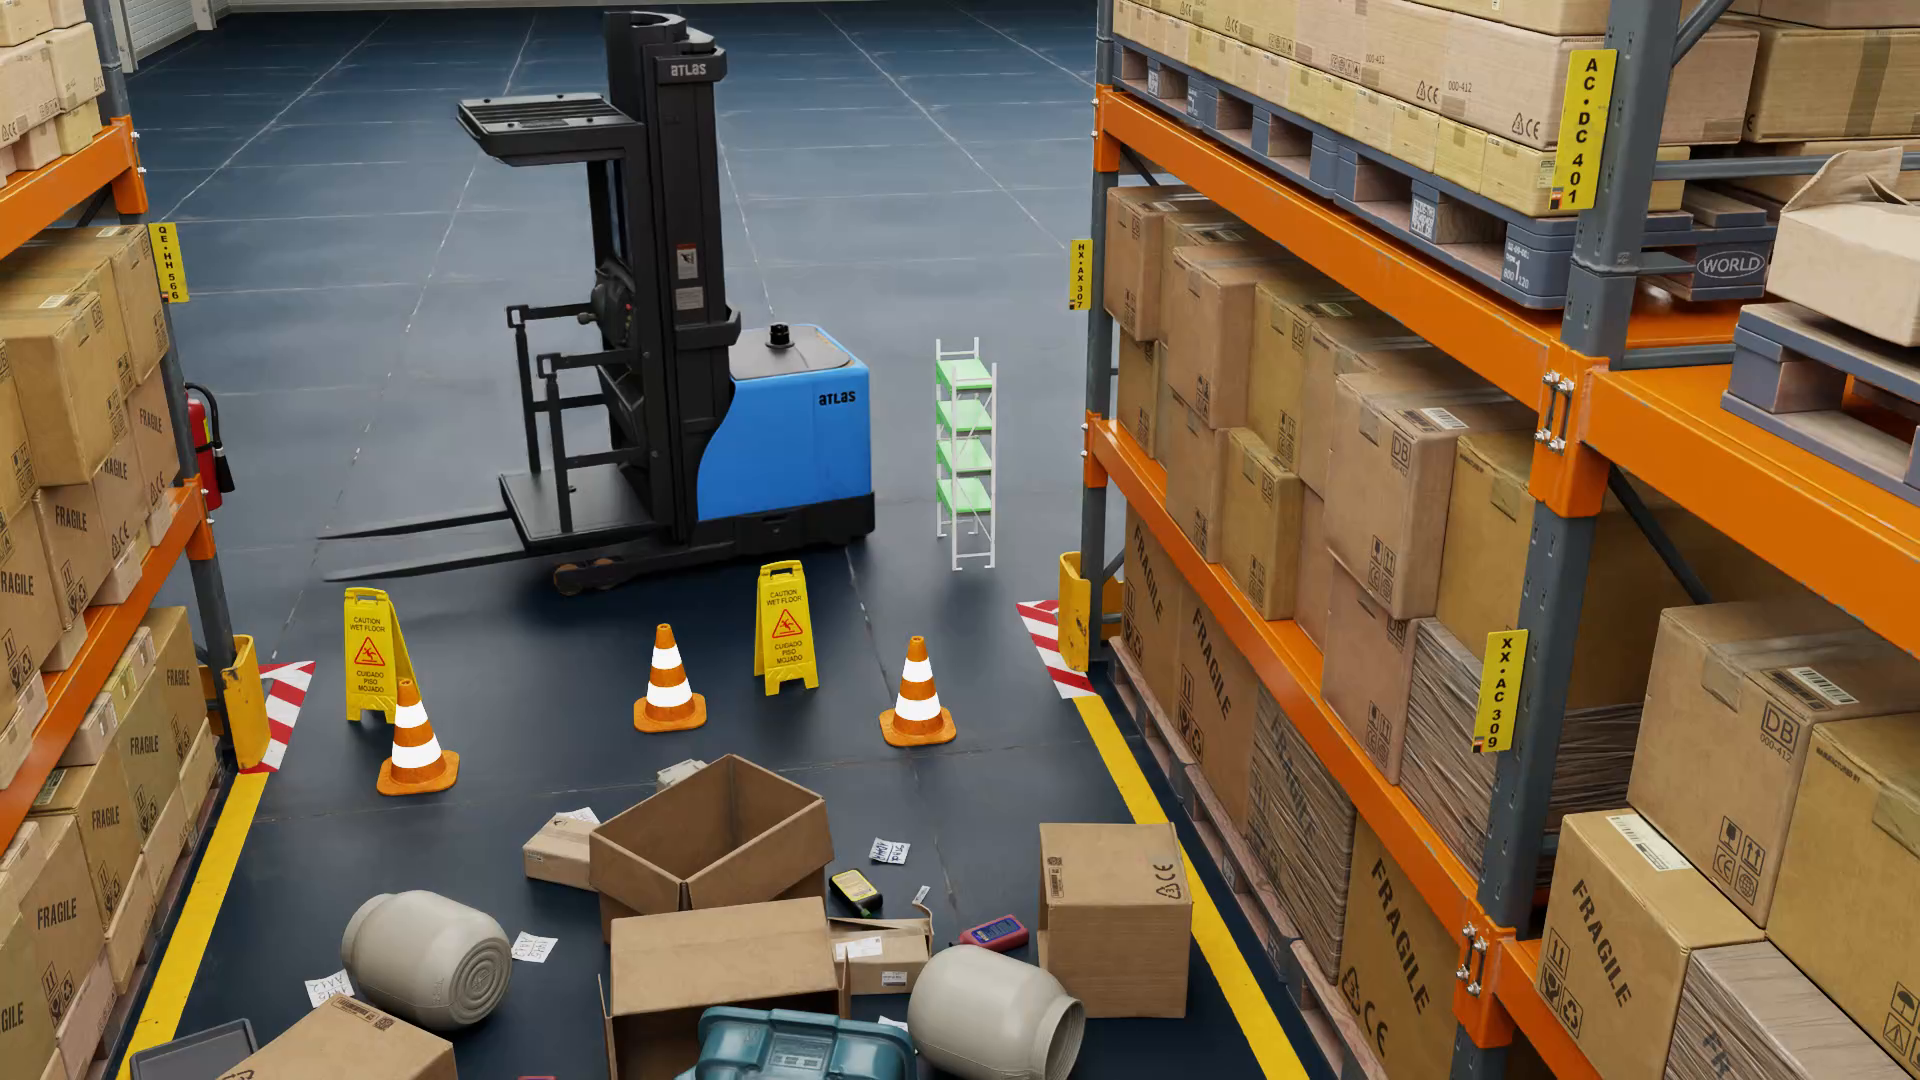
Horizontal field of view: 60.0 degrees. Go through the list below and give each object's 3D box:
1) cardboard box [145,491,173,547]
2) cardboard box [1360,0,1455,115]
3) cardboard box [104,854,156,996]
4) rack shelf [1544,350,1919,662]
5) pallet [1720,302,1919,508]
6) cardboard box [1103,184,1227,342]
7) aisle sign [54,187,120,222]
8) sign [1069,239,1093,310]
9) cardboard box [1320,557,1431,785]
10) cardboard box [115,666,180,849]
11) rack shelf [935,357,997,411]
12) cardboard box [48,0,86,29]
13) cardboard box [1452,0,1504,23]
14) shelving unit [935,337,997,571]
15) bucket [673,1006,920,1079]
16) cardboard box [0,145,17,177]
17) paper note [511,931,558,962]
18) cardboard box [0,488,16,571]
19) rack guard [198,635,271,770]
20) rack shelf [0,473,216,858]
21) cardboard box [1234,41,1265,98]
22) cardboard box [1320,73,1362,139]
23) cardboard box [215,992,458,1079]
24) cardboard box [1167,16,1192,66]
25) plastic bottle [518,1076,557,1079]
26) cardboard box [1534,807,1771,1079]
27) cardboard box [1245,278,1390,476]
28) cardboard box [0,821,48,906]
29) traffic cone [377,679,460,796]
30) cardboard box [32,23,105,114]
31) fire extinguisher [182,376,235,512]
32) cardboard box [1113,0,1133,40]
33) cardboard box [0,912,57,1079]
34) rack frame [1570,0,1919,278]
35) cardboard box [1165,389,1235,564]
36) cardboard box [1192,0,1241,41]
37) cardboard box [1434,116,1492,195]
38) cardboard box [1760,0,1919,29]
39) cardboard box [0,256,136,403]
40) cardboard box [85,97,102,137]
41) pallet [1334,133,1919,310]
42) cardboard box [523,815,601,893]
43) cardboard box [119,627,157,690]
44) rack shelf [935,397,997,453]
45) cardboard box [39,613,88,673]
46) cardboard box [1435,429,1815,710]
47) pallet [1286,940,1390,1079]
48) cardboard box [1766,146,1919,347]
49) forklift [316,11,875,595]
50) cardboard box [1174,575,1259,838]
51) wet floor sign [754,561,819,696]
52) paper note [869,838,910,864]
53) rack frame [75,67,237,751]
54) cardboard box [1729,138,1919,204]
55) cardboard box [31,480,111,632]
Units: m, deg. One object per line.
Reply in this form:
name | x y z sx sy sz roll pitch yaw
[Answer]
cardboard box | -3.312 -0.073 6.484 0.380 0.149 0.250 -5 24 -10
cardboard box | 1.402 -1.298 4.392 0.500 0.250 0.500 -4 24 -10
cardboard box | -3.143 1.364 5.789 0.500 0.250 0.500 -5 24 -12
rack shelf | 2.208 0.498 2.013 1.077 0.370 4.000 -4 24 -10
pallet | 2.056 -0.174 2.891 0.805 0.209 1.217 -5 24 -12
cardboard box | 1.129 -1.232 7.286 0.875 0.550 0.550 -4 24 -10
aisle sign | -3.474 -1.648 6.528 0.394 0.787 0.004 -4 24 -10
sign | 0.552 -1.211 7.595 0.100 0.325 0.005 -4 24 -10
cardboard box | 1.635 0.329 5.062 0.875 0.550 0.550 -4 24 -10
cardboard box | -3.243 0.814 6.113 0.500 0.500 0.500 -3 24 -8
rack shelf | 0.031 -0.866 9.194 0.258 0.148 0.480 -4 24 -10
cardboard box | -3.394 -1.925 5.979 0.380 0.149 0.250 -4 24 -9
cardboard box | 1.411 -1.327 3.960 0.380 0.149 0.250 -4 24 -10
shelving unit | 0.031 -0.485 9.361 0.258 1.200 0.503 -4 24 -10
bucket | -0.452 1.677 4.354 0.726 0.611 0.620 4 34 9
cardboard box | -3.331 -1.244 5.416 0.380 0.149 0.250 -4 24 -9
paper note | -1.606 1.525 6.235 0.148 0.019 0.142 4 24 9
cardboard box | -3.015 -0.069 4.415 0.700 0.500 0.500 -5 24 -11
rack guard | -3.733 0.764 7.375 1.175 0.500 0.348 -4 24 -10
rack shelf | -3.377 0.705 5.286 1.077 0.370 4.000 -4 24 -10
cardboard box | 1.128 -1.560 5.490 0.380 0.149 0.250 -4 24 -9
cardboard box | 1.269 -1.261 4.805 0.380 0.149 0.250 -4 24 -9
cardboard box | -1.868 1.785 5.036 0.500 0.500 0.500 13 27 27
cardboard box | 0.988 -1.858 6.173 0.380 0.149 0.250 -4 24 -9
plastic bottle | -1.403 1.863 5.409 0.133 0.061 0.283 0 24 -1
cardboard box | 1.671 0.937 3.732 0.500 0.500 0.500 -4 24 -9
cardboard box | 1.518 -0.593 5.824 0.875 0.550 0.500 -4 24 -10
cardboard box | -2.965 0.976 4.932 0.380 0.149 0.250 -3 24 -7
traffic cone | -2.400 0.825 7.282 0.336 0.463 0.334 -4 24 -10
cardboard box | -3.388 -1.672 5.898 0.500 0.250 0.500 -5 24 -10
fire extinguisher | -3.315 -0.455 7.140 0.296 0.674 0.183 -4 24 -10
cardboard box | 0.847 -2.156 6.856 0.380 0.149 0.250 -4 24 -9
cardboard box | -2.962 1.425 4.714 0.500 0.500 0.500 -3 24 -8
rack frame | 1.838 -1.993 3.070 1.000 3.000 0.127 -4 24 -10
cardboard box | 1.315 -0.299 6.499 0.875 0.550 0.550 -4 24 -10
cardboard box | 1.125 -1.891 5.750 0.500 0.250 0.500 -4 24 -10
cardboard box | 1.410 -0.960 4.117 0.380 0.149 0.250 -4 24 -9
cardboard box | 2.105 -1.275 3.842 0.380 0.149 0.250 -4 24 -9
cardboard box | -3.352 -0.667 5.784 0.700 0.500 0.500 -4 24 -9
cardboard box | -3.406 -1.551 6.119 0.380 0.149 0.250 -4 24 -10
pallet | 1.697 -0.900 4.427 1.003 0.211 1.213 -4 24 -10
cardboard box | -1.520 1.261 6.676 0.380 0.149 0.250 8 25 18
cardboard box | -3.209 0.451 6.133 0.380 0.149 0.250 -4 24 -8
rack shelf | 0.031 -0.646 9.290 0.258 0.148 0.480 -4 24 -10
cardboard box | -3.162 0.333 5.553 0.380 0.149 0.250 -5 24 -10
cardboard box | 1.804 0.045 4.363 0.875 0.550 0.550 -4 24 -10
pallet | 1.775 1.729 5.527 1.003 0.211 1.213 -4 24 -10
cardboard box | 1.705 -0.539 3.007 0.258 0.266 0.396 -5 24 -11
forklift | -2.063 -1.282 9.023 3.031 2.935 1.130 -10 25 -21
cardboard box | 1.454 0.572 6.823 0.875 0.875 0.875 -5 24 -11
wet floor sign | -0.852 0.397 8.035 0.267 0.644 0.232 -9 25 -19
paper note | -0.287 1.270 6.805 0.144 0.017 0.142 4 24 9
rack frame | -3.747 -0.411 6.943 1.000 3.000 0.127 -4 24 -10
cardboard box | 2.105 -0.910 4.002 0.380 0.149 0.250 -5 24 -11
cardboard box | -3.199 -0.006 5.519 0.500 0.500 0.500 -4 24 -10
